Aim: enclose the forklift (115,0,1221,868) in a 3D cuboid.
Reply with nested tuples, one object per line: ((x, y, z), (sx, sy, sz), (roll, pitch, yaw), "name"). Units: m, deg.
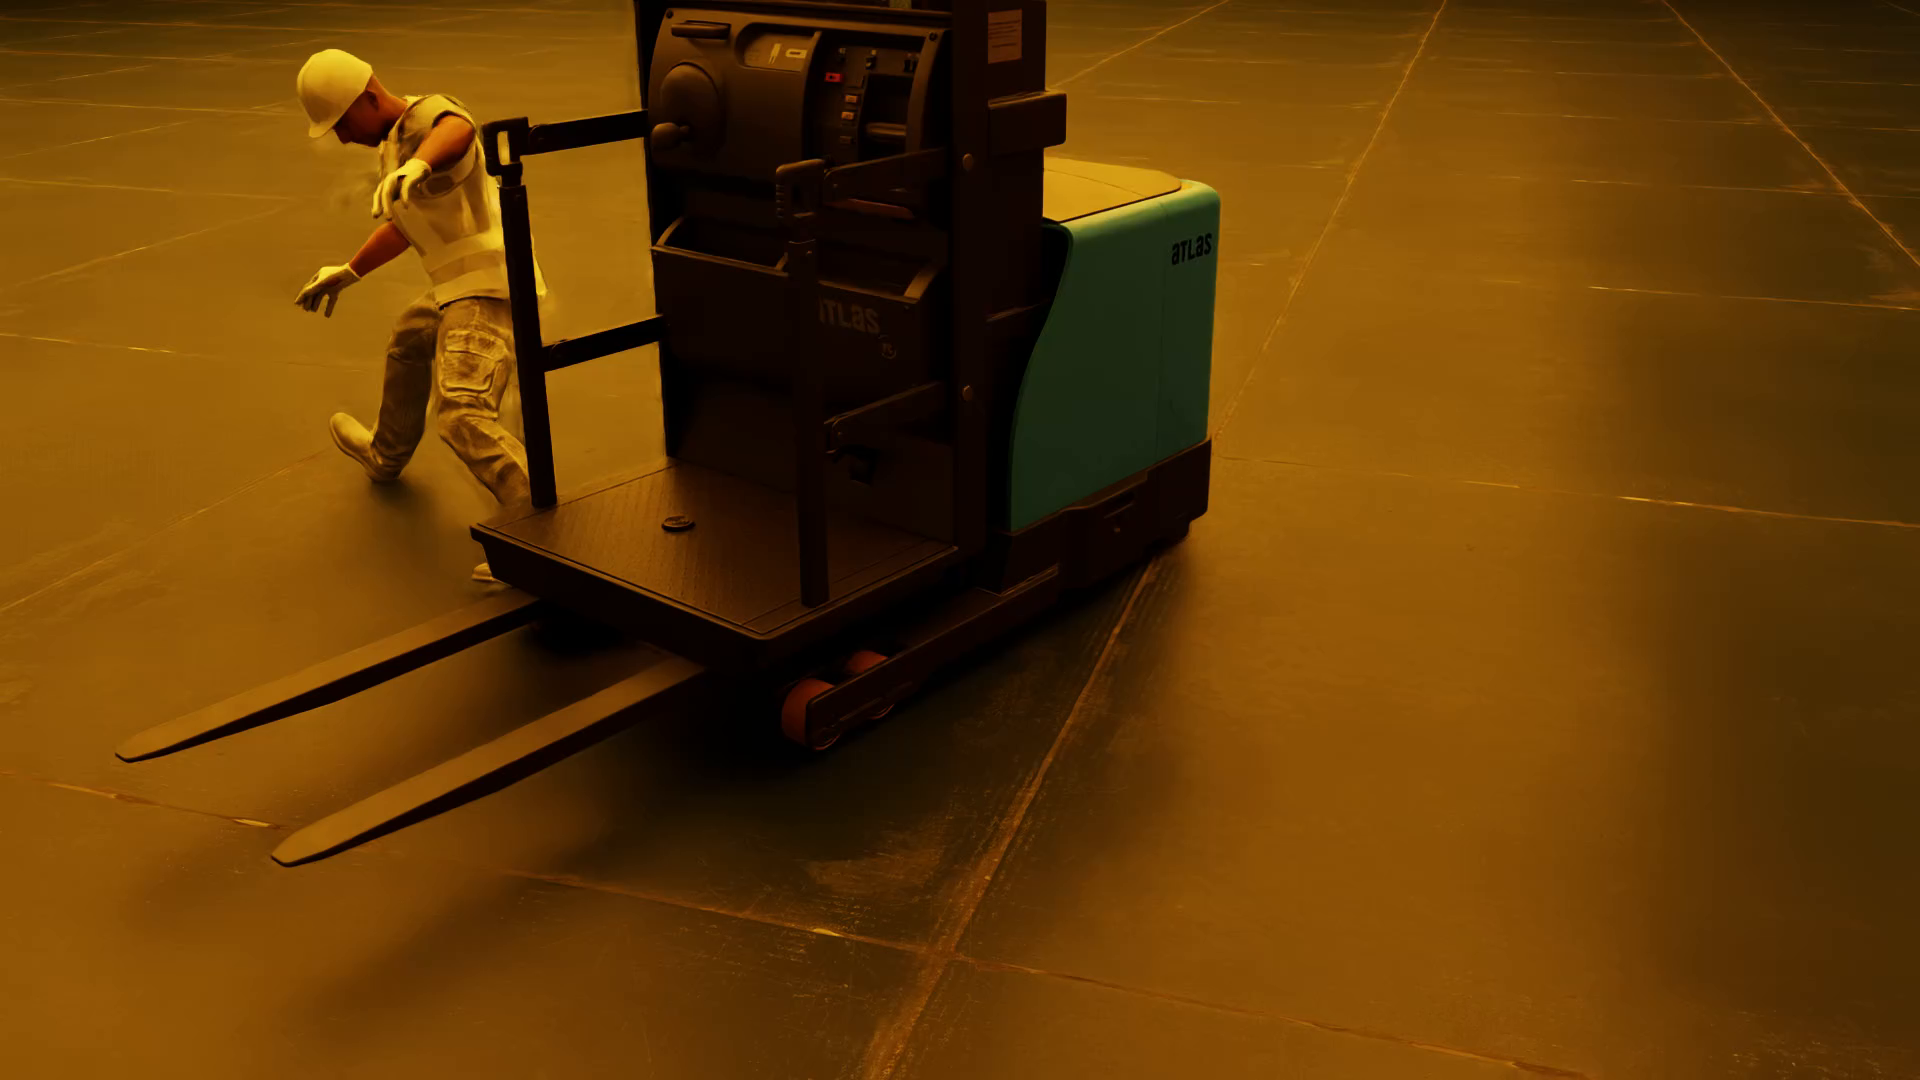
((-0.550, -1.074, 3.881), (1.130, 2.935, 3.031), (17, 28, 36), "forklift")

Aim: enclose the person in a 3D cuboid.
((-1.621, -0.696, 4.955), (0.797, 1.454, 1.314), (-6, 23, -14), "person")
